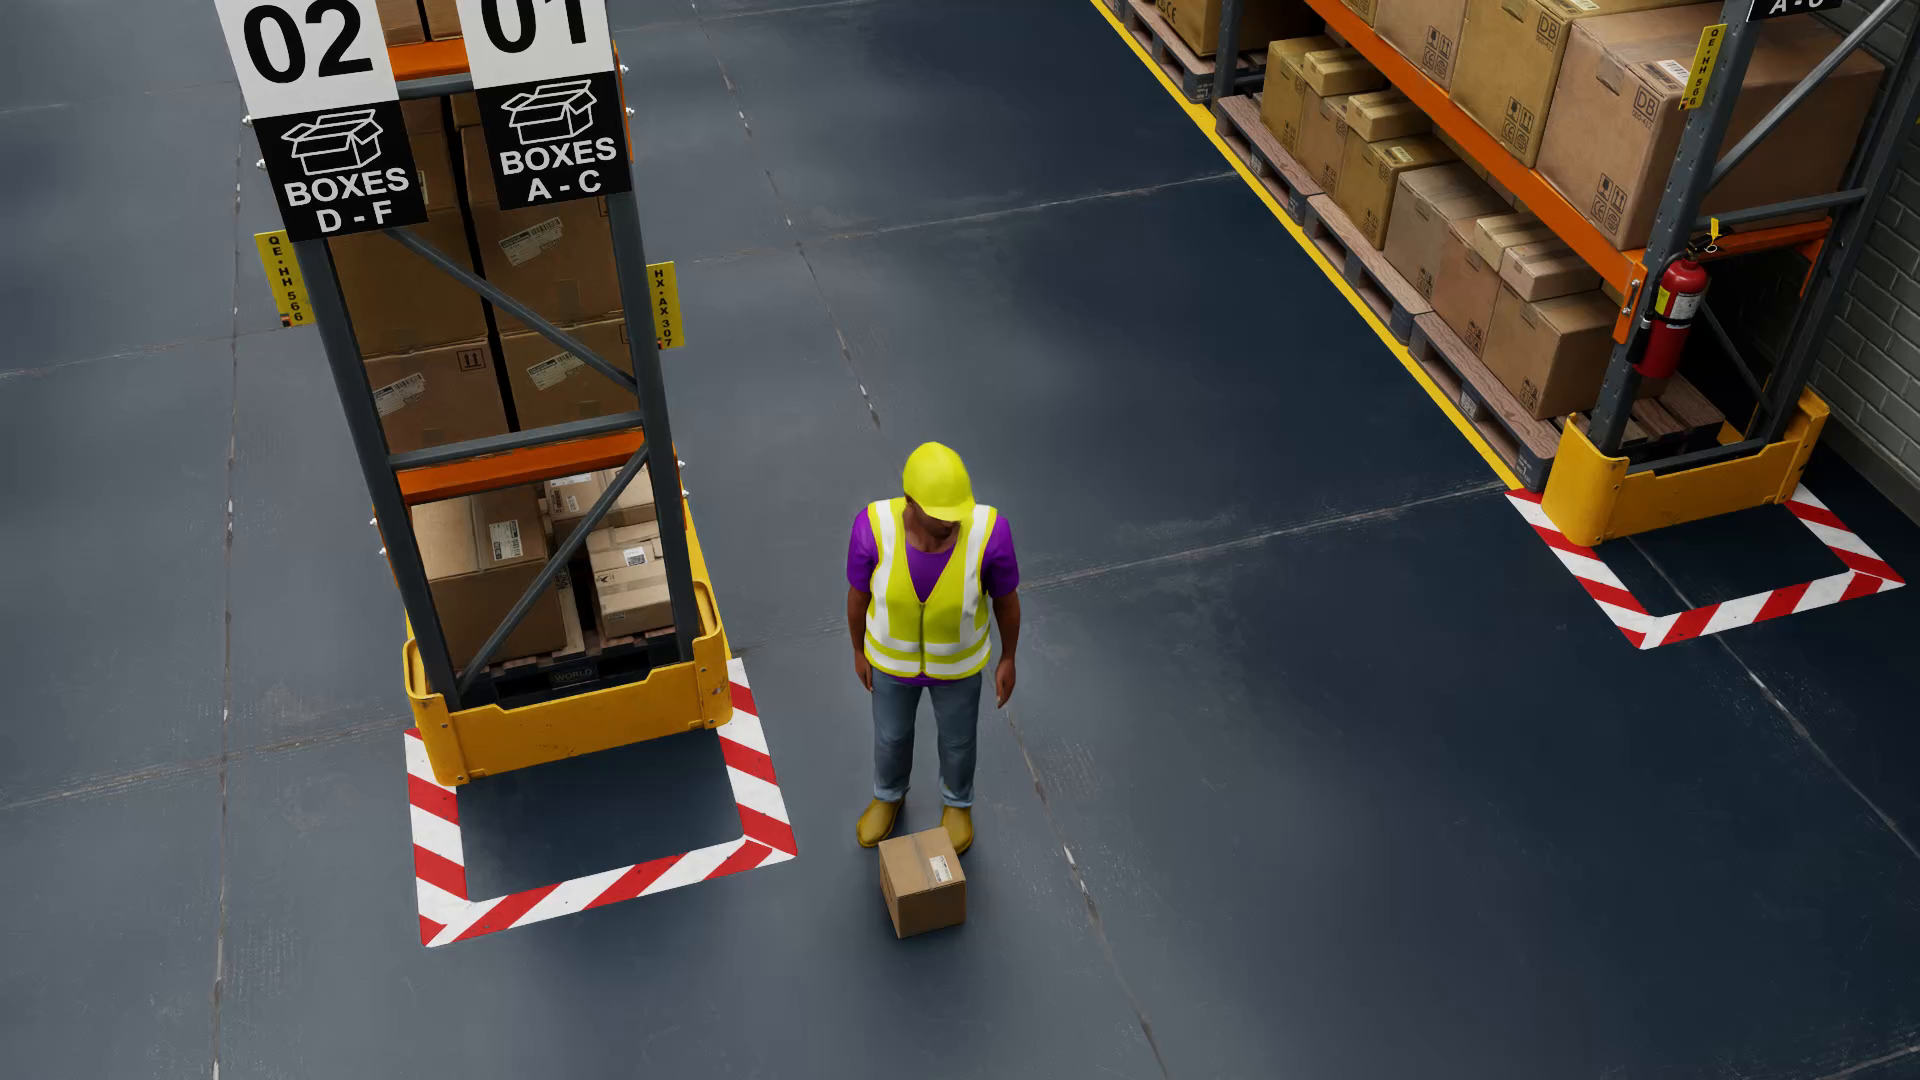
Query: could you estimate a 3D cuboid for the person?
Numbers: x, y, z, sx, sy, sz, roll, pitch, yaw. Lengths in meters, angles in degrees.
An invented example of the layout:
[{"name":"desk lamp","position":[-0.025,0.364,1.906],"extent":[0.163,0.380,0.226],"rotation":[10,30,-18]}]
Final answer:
[{"name":"person","position":[-0.092,0.399,5.700],"extent":[0.587,1.783,0.365],"rotation":[3,42,3]}]
